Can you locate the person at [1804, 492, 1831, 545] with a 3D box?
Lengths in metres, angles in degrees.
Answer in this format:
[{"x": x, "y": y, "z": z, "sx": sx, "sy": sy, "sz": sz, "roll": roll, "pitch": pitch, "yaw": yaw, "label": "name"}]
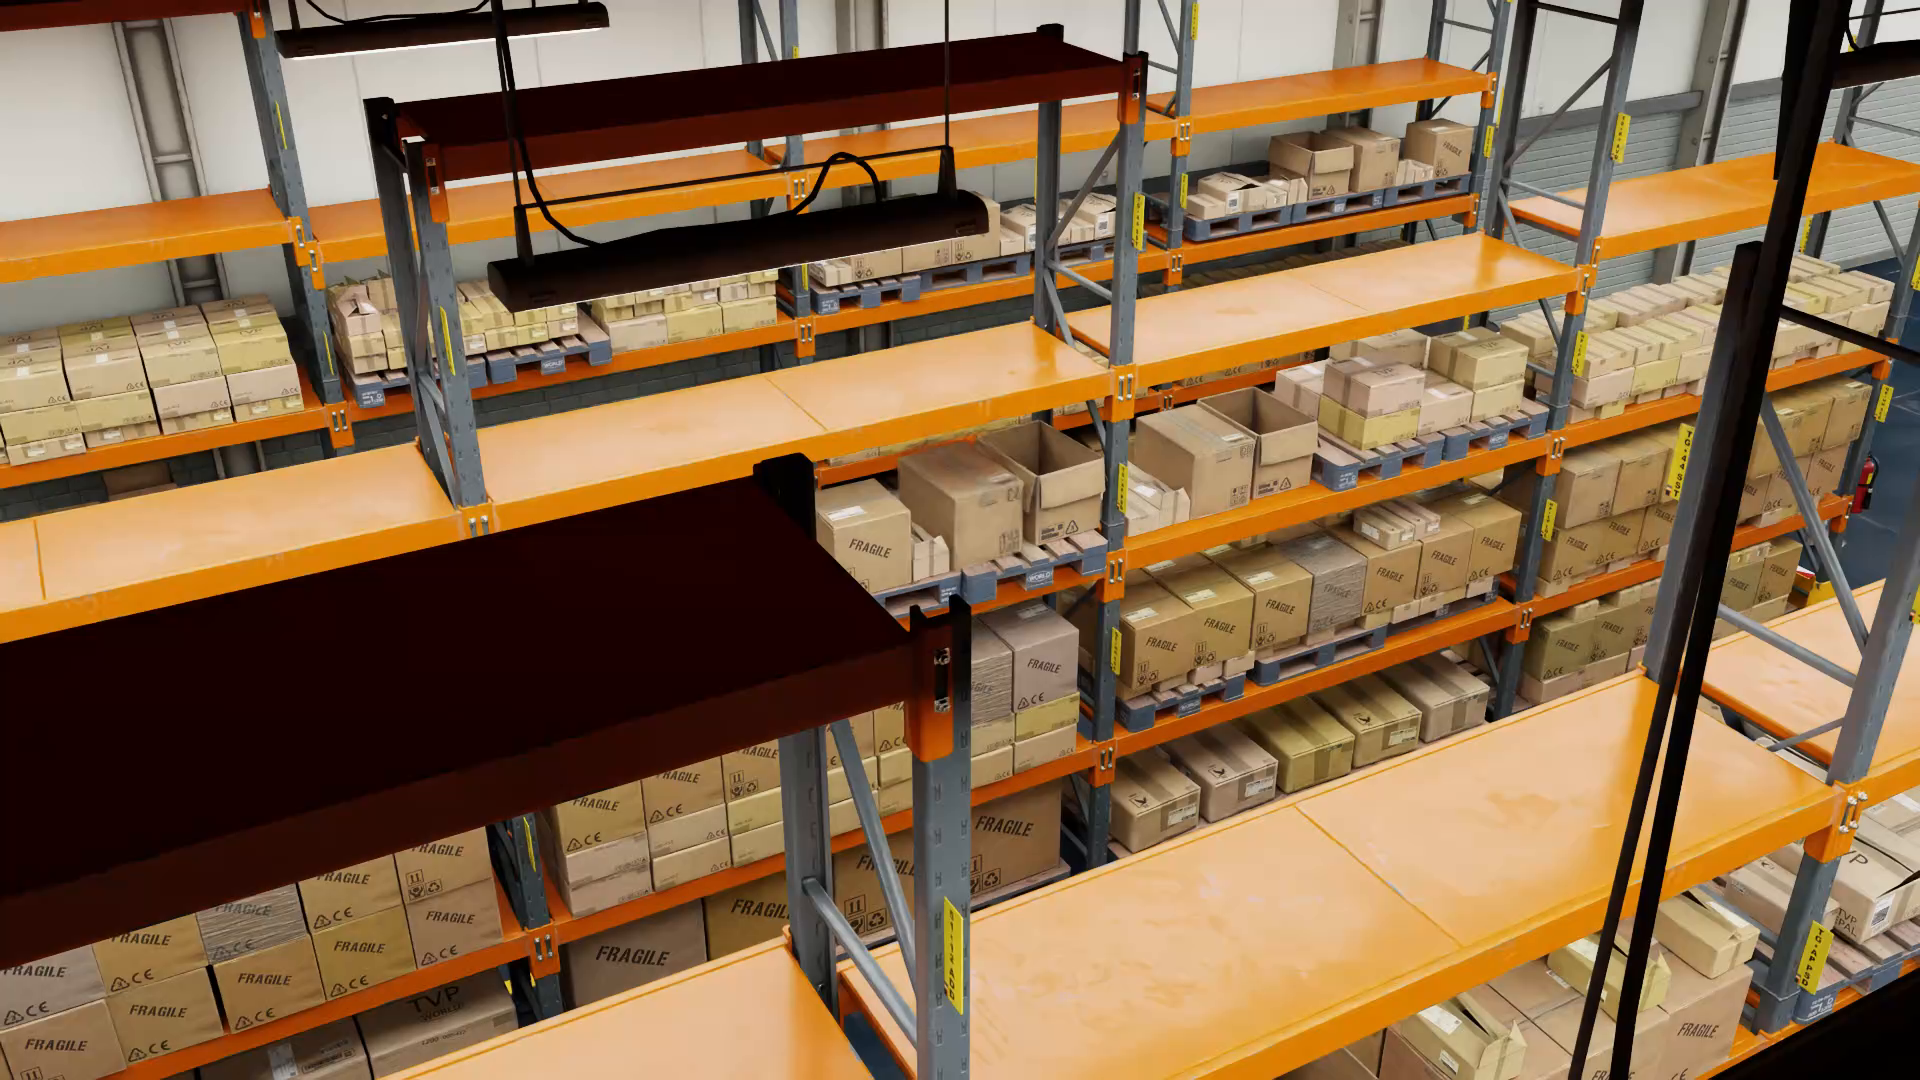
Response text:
[{"x": 8.427, "y": -0.745, "z": 16.524, "sx": 0.924, "sy": 1.758, "sz": 0.559, "roll": 22, "pitch": 35, "yaw": 35, "label": "person"}]
